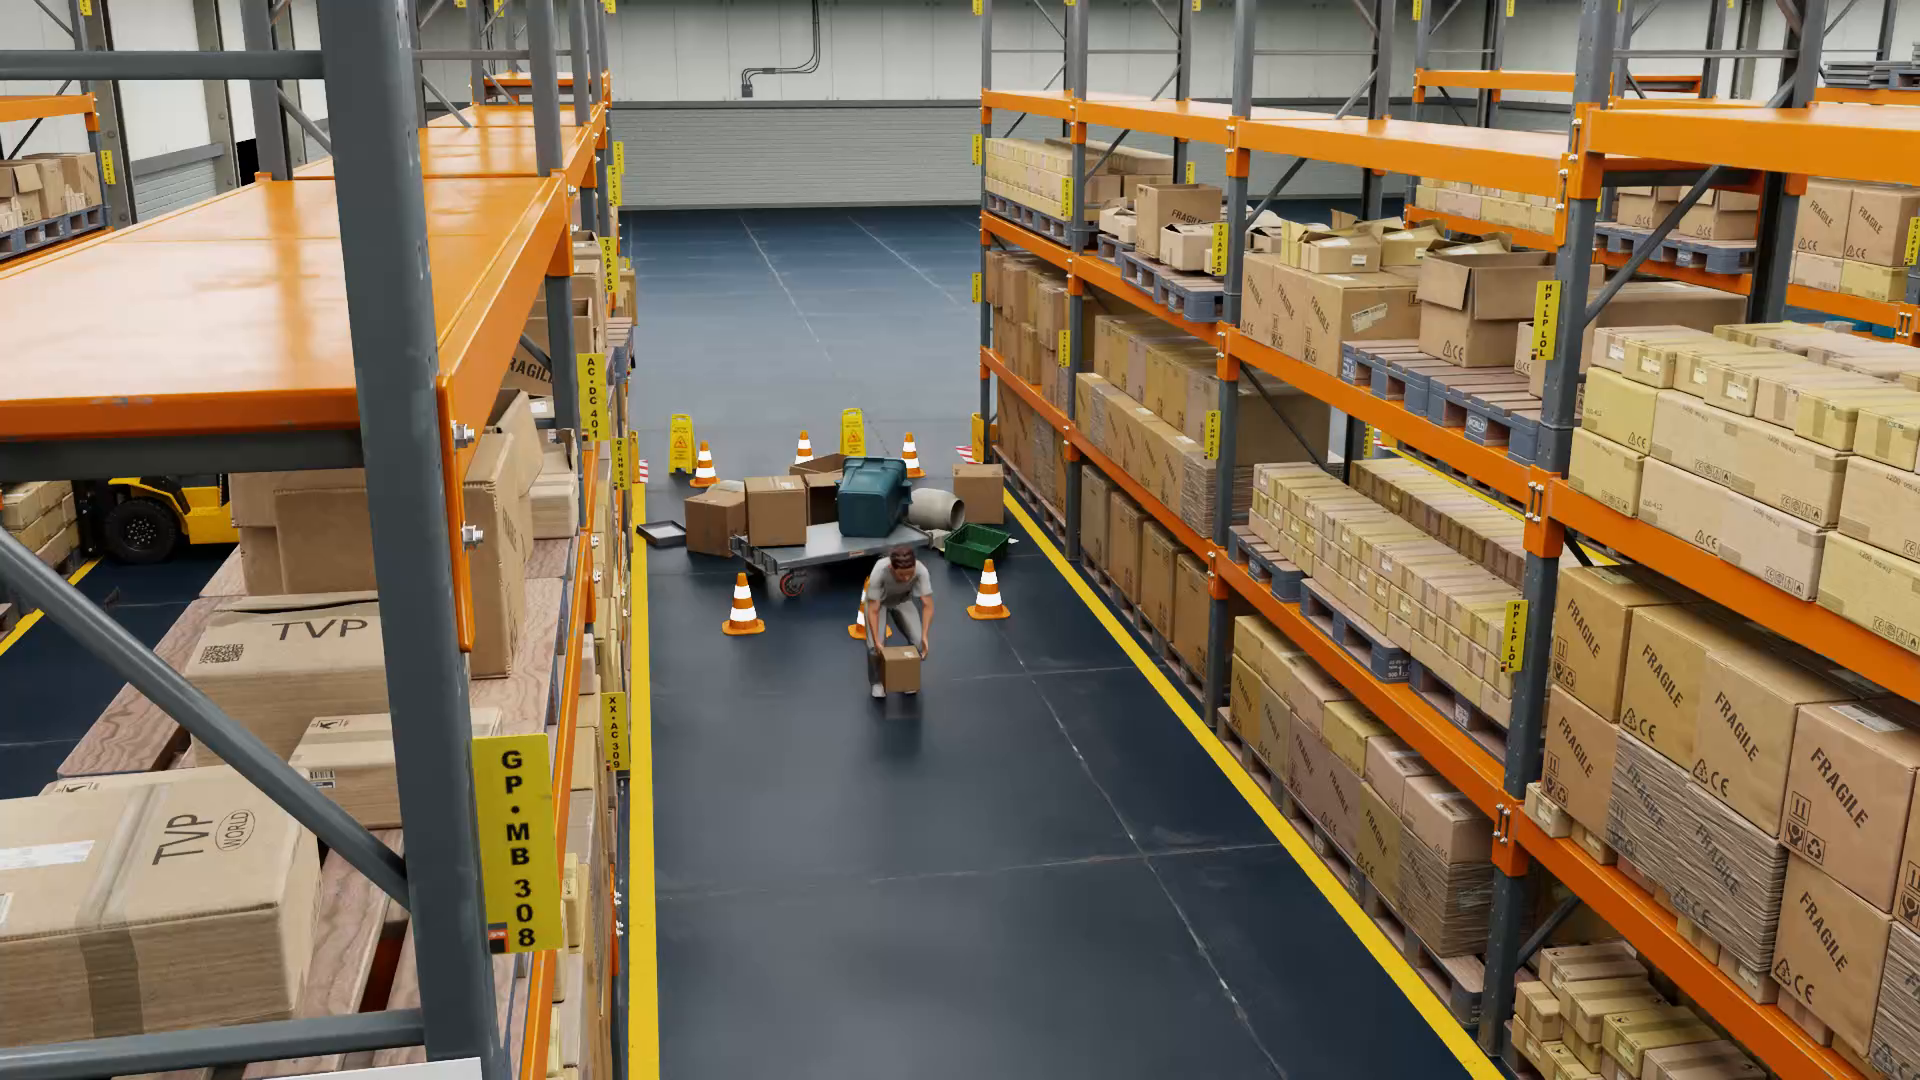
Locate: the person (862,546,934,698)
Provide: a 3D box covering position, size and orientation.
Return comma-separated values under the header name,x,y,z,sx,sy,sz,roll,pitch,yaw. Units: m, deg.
name,x,y,z,sx,sy,sz,roll,pitch,yaw
person,-0.452,0.548,12.040,0.491,1.194,0.725,-3,17,-10
